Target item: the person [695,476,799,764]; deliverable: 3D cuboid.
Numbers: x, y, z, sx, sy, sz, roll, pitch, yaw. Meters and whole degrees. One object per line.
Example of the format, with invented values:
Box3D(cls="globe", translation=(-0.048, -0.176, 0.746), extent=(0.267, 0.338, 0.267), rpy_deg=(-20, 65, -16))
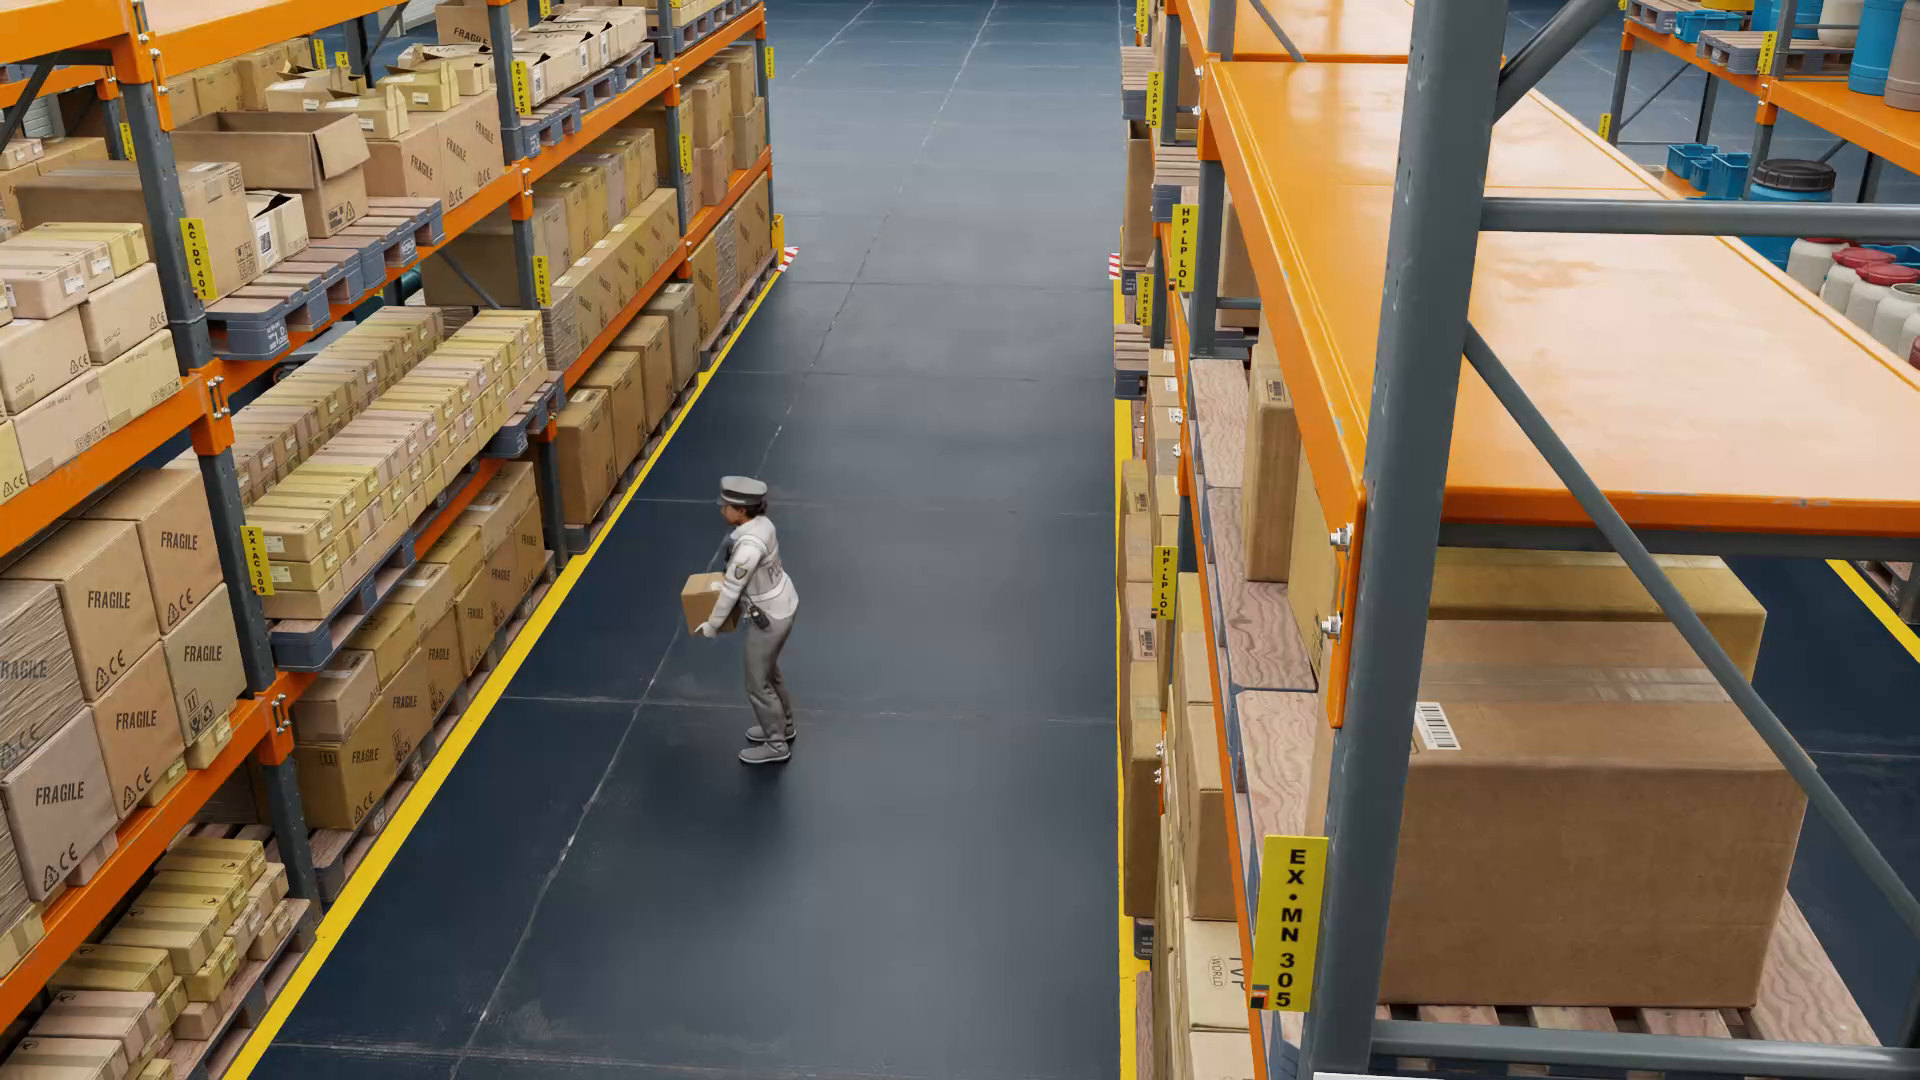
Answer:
Box3D(cls="person", translation=(-1.154, 0.431, 9.065), extent=(0.541, 1.663, 0.416), rpy_deg=(1, 25, 3))
